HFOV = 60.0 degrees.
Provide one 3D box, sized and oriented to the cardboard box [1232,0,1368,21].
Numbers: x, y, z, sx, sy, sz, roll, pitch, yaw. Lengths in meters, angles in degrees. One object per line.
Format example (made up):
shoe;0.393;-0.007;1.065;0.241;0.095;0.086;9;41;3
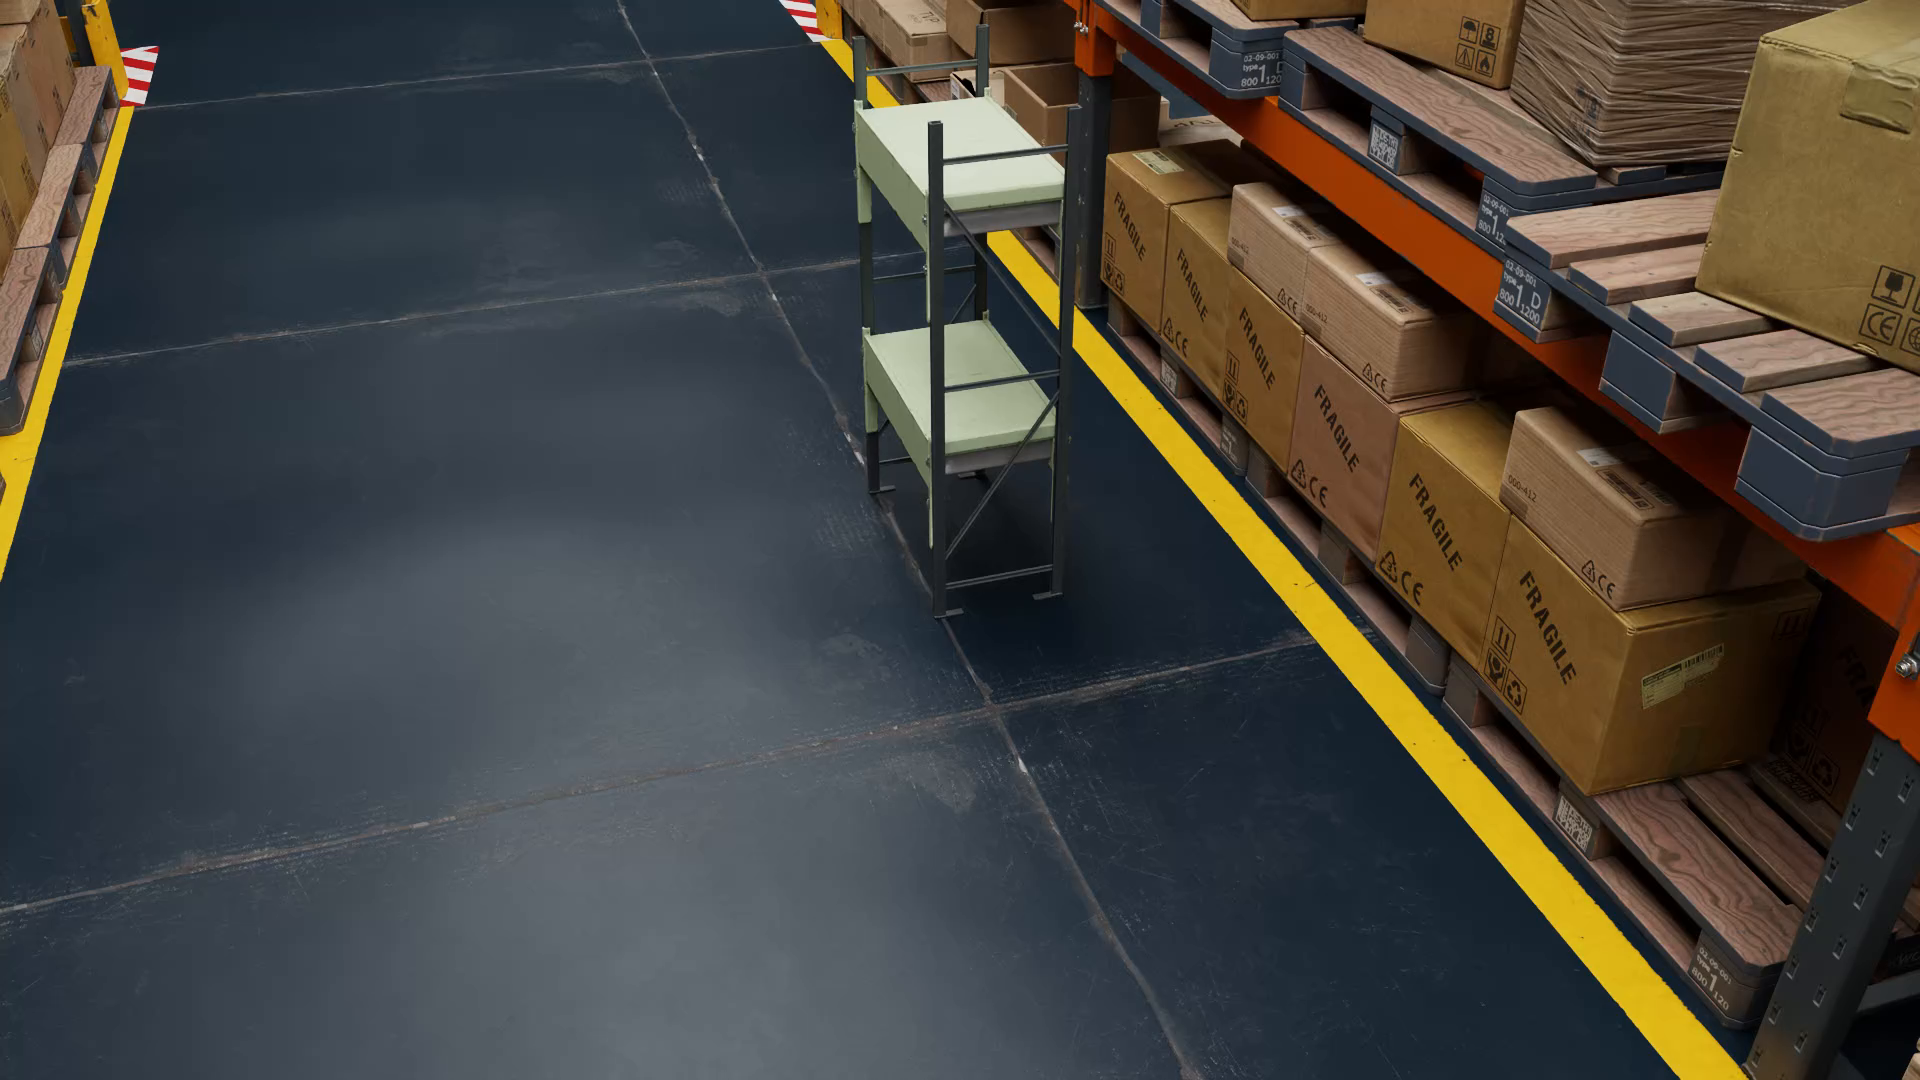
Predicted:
cardboard box;1.140;-1.856;4.866;0.700;0.500;0.500;-5;34;-7

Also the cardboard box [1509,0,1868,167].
cardboard box;1.762;-1.216;3.898;0.700;0.500;0.500;-4;34;-6

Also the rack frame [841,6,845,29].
rack frame;-0.281;-4.376;9.151;1.000;3.000;0.127;-10;35;-15

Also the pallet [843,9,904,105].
pallet;-0.014;-2.754;9.226;1.003;0.211;1.213;-10;35;-15

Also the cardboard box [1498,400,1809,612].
cardboard box;1.629;-0.109;3.883;0.500;0.250;0.500;-9;34;-13

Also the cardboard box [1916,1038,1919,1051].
cardboard box;2.039;0.887;2.791;0.500;0.311;0.500;-9;34;-13

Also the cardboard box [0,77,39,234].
cardboard box;-4.213;-1.517;6.711;0.700;0.500;0.500;-9;35;-14

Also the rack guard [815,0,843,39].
rack guard;-0.258;-3.293;9.780;1.175;0.500;0.348;-10;35;-15

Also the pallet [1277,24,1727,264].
pallet;1.561;-1.116;4.392;1.003;0.211;1.213;-10;35;-15

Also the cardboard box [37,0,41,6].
cardboard box;-4.476;-2.556;7.696;0.380;0.149;0.250;-10;35;-15

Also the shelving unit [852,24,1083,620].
shelving unit;0.002;-0.622;4.831;0.431;1.500;0.755;-10;35;-15

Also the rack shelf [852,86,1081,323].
rack shelf;0.002;-0.948;4.616;0.431;0.370;0.720;-10;35;-15

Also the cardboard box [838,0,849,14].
cardboard box;-0.481;-3.092;9.396;0.380;0.149;0.250;-10;35;-15

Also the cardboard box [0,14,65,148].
cardboard box;-4.536;-2.060;7.532;0.700;0.500;0.500;-10;35;-15

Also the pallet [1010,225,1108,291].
pallet;0.730;-1.473;7.288;1.003;0.211;1.213;-10;35;-15

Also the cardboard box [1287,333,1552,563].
cardboard box;1.327;-0.314;4.873;0.500;0.500;0.500;-11;35;-17

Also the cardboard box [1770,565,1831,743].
cardboard box;2.127;0.123;4.211;0.500;0.500;0.500;-11;35;-16

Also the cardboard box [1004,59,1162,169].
cardboard box;0.495;-1.668;6.921;0.500;0.500;0.500;-10;35;-15

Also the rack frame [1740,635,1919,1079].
rack frame;2.159;-0.175;2.795;1.000;3.000;0.127;-10;35;-15

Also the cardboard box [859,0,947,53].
cardboard box;-0.233;-2.816;8.886;0.500;0.250;0.500;-10;35;-15

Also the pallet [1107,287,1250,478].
pallet;1.223;-0.691;6.105;1.003;0.211;1.213;-10;35;-15

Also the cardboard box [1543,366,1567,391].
cardboard box;1.815;-0.414;5.025;0.500;0.500;0.500;-11;35;-16

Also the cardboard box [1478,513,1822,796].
cardboard box;1.650;0.232;4.046;0.500;0.500;0.500;-9;34;-13

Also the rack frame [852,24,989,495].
rack frame;-0.110;-0.814;5.122;0.400;1.500;0.023;-10;35;-15

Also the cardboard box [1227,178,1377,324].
cardboard box;1.159;-0.909;5.093;0.500;0.250;0.500;-10;35;-15

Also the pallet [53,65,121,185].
pallet;-4.679;-1.971;8.041;1.003;0.211;1.213;-10;35;-15

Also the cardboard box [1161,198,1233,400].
cardboard box;1.028;-0.843;5.673;0.500;0.500;0.500;-10;35;-14

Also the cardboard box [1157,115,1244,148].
cardboard box;1.017;-1.594;6.981;0.500;0.311;0.500;-10;35;-15

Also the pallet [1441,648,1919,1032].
pallet;1.967;0.590;4.166;1.003;0.211;1.213;-10;35;-15

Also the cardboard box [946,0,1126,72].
cardboard box;0.361;-2.403;8.031;0.797;0.503;0.637;-10;35;-15

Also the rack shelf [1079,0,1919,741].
rack shelf;1.549;-0.925;4.582;1.077;0.370;4.000;-10;35;-15

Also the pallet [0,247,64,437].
pallet;-3.935;-0.690;6.102;1.003;0.211;1.213;-10;35;-15
